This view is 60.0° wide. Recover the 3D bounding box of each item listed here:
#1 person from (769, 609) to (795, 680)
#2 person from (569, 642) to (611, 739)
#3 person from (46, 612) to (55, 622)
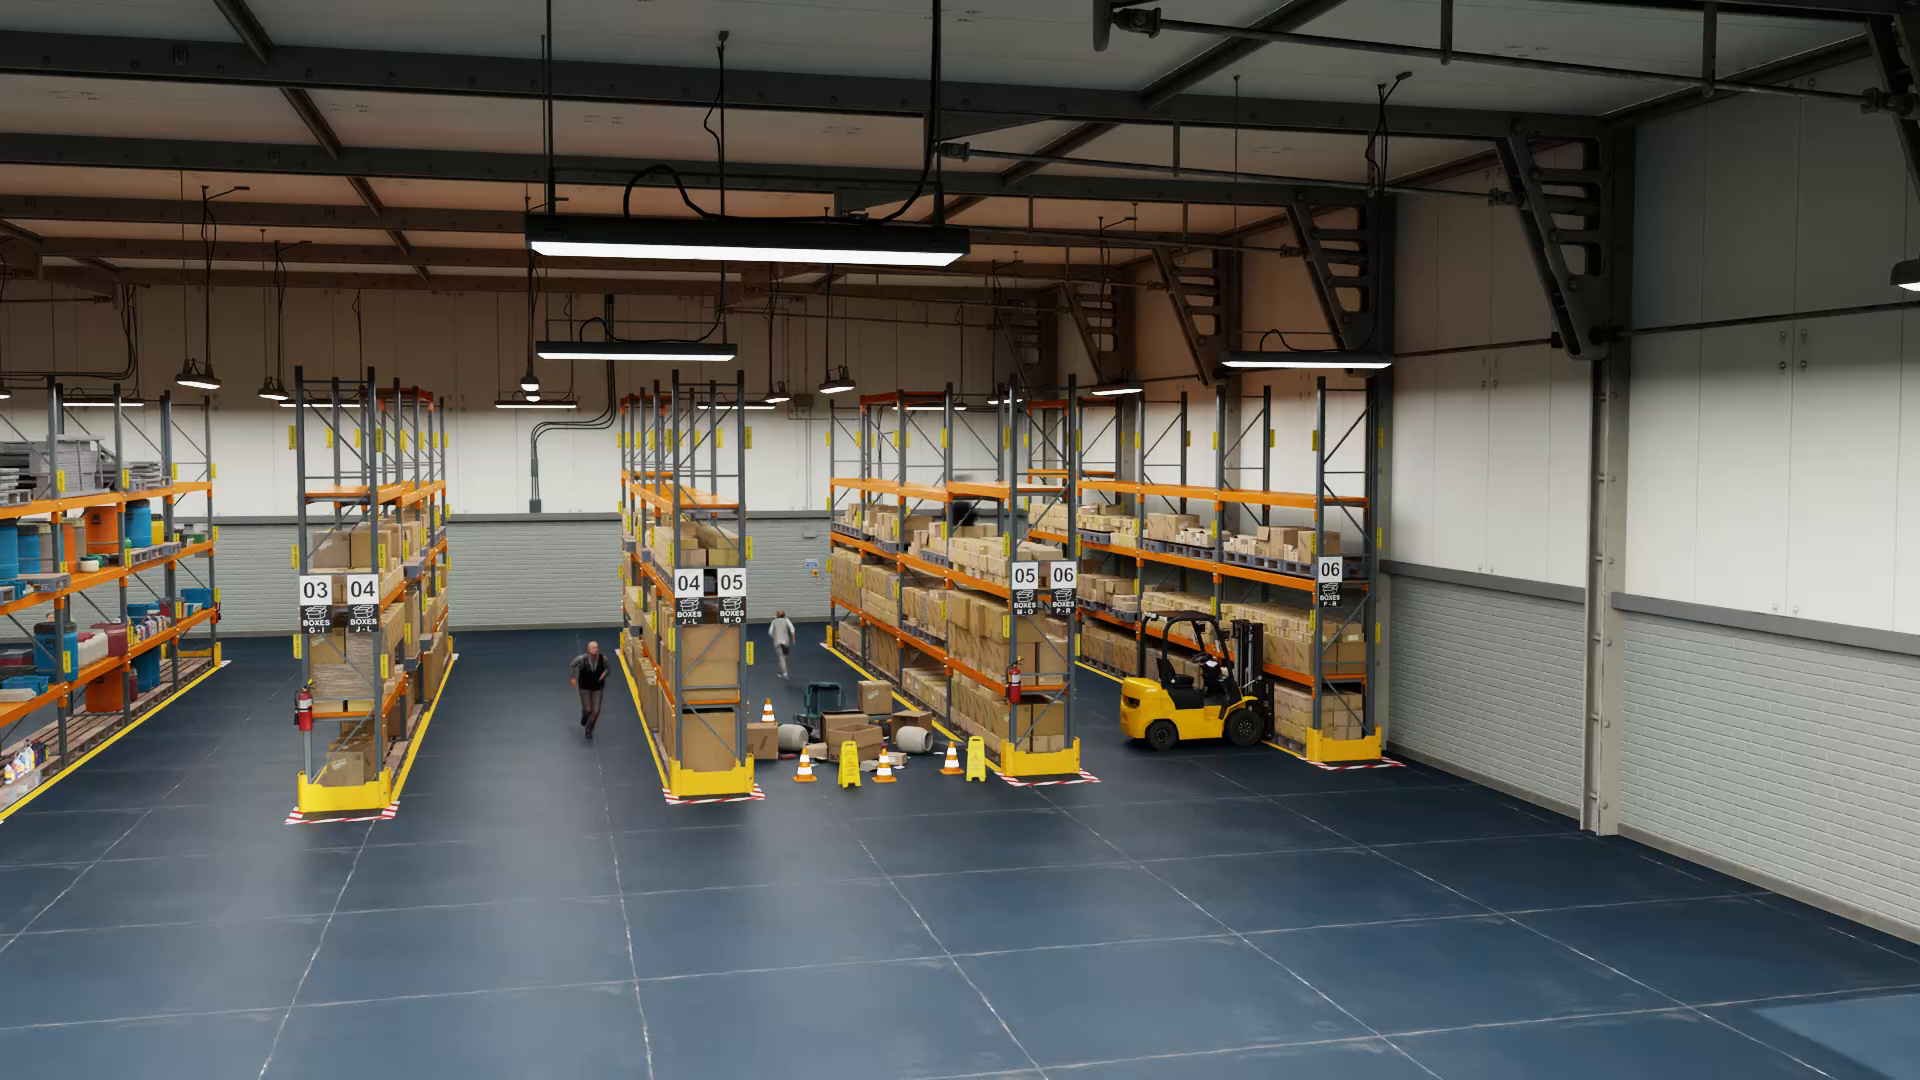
[{"bbox_3d":[-3.691,2.205,34.666,0.511,1.437,0.978,0,3,-7],"label":"person"},{"bbox_3d":[-6.204,2.523,27.947,0.662,1.652,0.718,-2,4,-26],"label":"person"},{"bbox_3d":[-18.180,2.226,33.272,0.581,1.594,0.674,-2,4,-27],"label":"person"}]
